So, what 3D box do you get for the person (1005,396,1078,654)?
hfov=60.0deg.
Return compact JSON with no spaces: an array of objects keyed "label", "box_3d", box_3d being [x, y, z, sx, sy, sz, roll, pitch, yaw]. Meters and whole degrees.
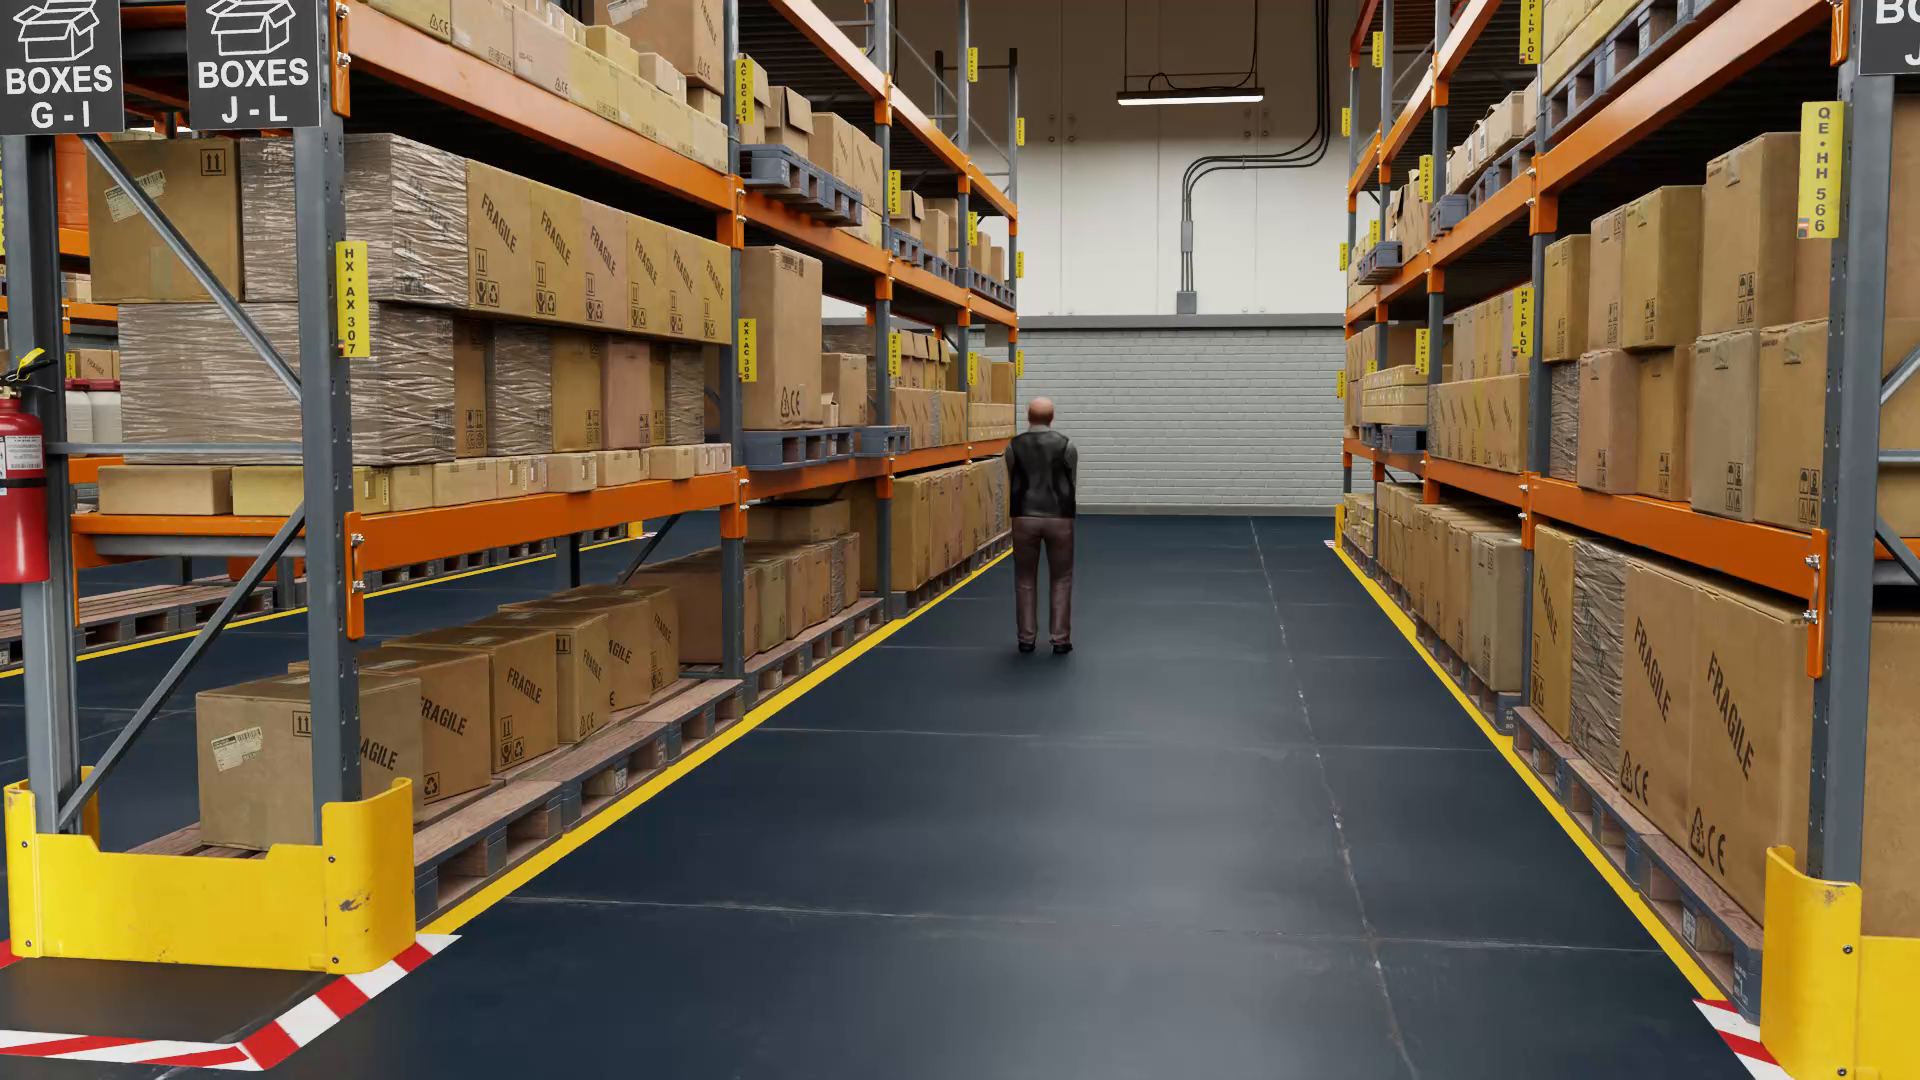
[{"label":"person","box_3d":[0.551,-0.066,11.256,0.493,1.633,0.565,1,4,8]}]
